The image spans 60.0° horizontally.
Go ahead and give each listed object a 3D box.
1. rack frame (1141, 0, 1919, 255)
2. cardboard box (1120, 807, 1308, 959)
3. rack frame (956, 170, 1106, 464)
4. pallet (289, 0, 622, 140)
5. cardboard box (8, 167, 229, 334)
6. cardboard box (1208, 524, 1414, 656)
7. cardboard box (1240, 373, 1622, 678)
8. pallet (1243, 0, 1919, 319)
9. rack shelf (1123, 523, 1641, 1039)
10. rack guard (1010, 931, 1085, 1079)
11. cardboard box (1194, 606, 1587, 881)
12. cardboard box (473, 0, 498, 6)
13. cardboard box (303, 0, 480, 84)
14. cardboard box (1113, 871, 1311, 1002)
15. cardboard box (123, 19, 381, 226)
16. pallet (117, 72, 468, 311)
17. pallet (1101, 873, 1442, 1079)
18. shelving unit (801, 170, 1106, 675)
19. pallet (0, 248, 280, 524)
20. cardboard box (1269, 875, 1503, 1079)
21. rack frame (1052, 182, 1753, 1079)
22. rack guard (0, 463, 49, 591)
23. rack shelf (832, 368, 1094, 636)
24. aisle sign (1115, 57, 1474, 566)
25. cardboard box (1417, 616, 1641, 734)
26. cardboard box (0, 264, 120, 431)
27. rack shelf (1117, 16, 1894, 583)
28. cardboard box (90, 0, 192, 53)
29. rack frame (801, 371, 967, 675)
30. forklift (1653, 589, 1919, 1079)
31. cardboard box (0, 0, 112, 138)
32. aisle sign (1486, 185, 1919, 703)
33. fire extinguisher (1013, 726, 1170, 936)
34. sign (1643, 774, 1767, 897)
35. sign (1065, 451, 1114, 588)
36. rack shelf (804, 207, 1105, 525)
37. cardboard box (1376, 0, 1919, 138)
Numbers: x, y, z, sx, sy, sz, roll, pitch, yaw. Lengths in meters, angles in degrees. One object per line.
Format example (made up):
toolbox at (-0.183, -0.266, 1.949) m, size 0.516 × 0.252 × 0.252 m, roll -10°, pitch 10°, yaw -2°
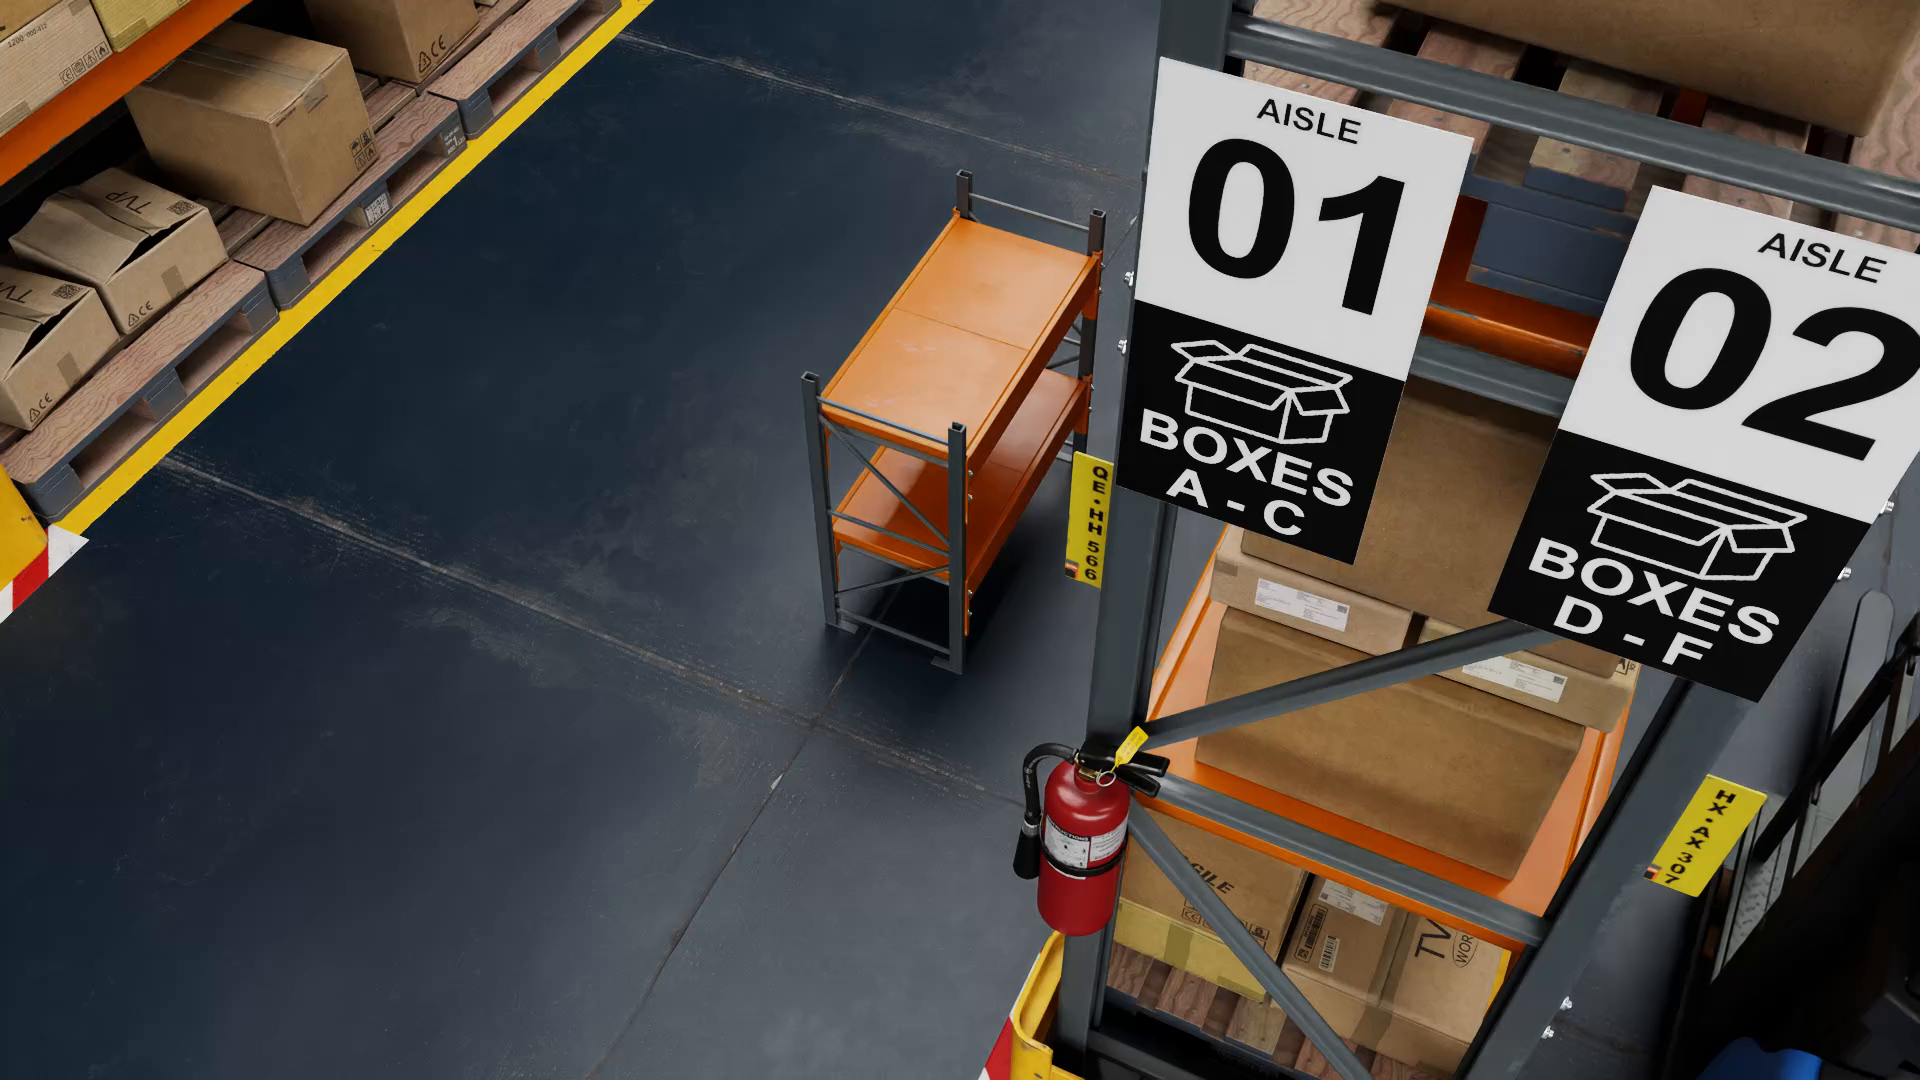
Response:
rack frame at (0.721, -1.332, 0.975) m, size 1.000 × 3.000 × 0.127 m, roll 20°, pitch 52°, yaw 16°
cardboard box at (0.681, 0.658, 4.258) m, size 0.500 × 0.500 × 0.500 m, roll 20°, pitch 52°, yaw 16°
rack frame at (0.220, -0.719, 5.623) m, size 0.500 × 1.125 × 0.032 m, roll 20°, pitch 52°, yaw 16°
pallet at (-2.306, -2.374, 7.631) m, size 1.003 × 0.211 × 1.213 m, roll 20°, pitch 52°, yaw 16°
cardboard box at (-3.139, -1.108, 6.200) m, size 0.500 × 0.311 × 0.500 m, roll 24°, pitch 54°, yaw 19°
cardboard box at (0.712, 0.044, 3.251) m, size 0.380 × 0.149 × 0.250 m, roll 19°, pitch 52°, yaw 15°
cardboard box at (0.955, -0.195, 3.029) m, size 0.700 × 0.500 × 0.500 m, roll 20°, pitch 52°, yaw 16°
pallet at (1.046, -0.810, 2.558) m, size 1.003 × 0.211 × 1.213 m, roll 20°, pitch 52°, yaw 16°
rack shelf at (1.575, -0.532, 4.706) m, size 1.077 × 0.370 × 4.000 m, roll 20°, pitch 52°, yaw 16°
rack guard at (0.711, 1.439, 4.198) m, size 1.175 × 0.500 × 0.348 m, roll 20°, pitch 52°, yaw 16°
cardboard box at (0.932, 0.262, 3.492) m, size 0.700 × 0.500 × 0.500 m, roll 20°, pitch 52°, yaw 16°
cardboard box at (-2.252, -2.598, 7.562) m, size 0.380 × 0.166 × 0.250 m, roll 14°, pitch 51°, yaw 11°
cardboard box at (-2.458, -2.356, 7.138) m, size 0.500 × 0.500 × 0.500 m, roll 16°, pitch 52°, yaw 13°
cardboard box at (0.683, 0.902, 4.543) m, size 0.500 × 0.250 × 0.500 m, roll 20°, pitch 52°, yaw 16°
cardboard box at (-2.780, -1.658, 6.544) m, size 0.700 × 0.500 × 0.500 m, roll 17°, pitch 52°, yaw 14°
pallet at (-2.826, -1.531, 6.914) m, size 1.003 × 0.211 × 1.213 m, roll 20°, pitch 52°, yaw 16°
pallet at (1.010, 0.975, 4.781) m, size 1.003 × 0.211 × 1.213 m, roll 20°, pitch 52°, yaw 16°
shelving unit at (0.003, -0.369, 5.326) m, size 0.538 × 1.125 × 1.048 m, roll 20°, pitch 52°, yaw 16°
pallet at (-3.348, -0.694, 6.202) m, size 1.003 × 0.211 × 1.213 m, roll 20°, pitch 52°, yaw 16°
cardboard box at (1.151, 1.070, 4.400) m, size 0.500 × 0.250 × 0.500 m, roll 20°, pitch 52°, yaw 16°
rack frame at (0.721, 0.612, 3.260) m, size 1.000 × 3.000 × 0.127 m, roll 20°, pitch 52°, yaw 16°
rack guard at (-3.727, -0.239, 5.626) m, size 1.175 × 0.500 × 0.348 m, roll 20°, pitch 52°, yaw 16°
rack shelf at (0.003, -0.211, 5.512) m, size 0.538 × 0.278 × 1.000 m, roll 20°, pitch 52°, yaw 16°
aisle sign at (0.427, -0.281, 2.312) m, size 0.394 × 0.787 × 0.004 m, roll 20°, pitch 52°, yaw 16°
cardboard box at (1.083, 0.169, 3.145) m, size 0.380 × 0.149 × 0.250 m, roll 19°, pitch 52°, yaw 16°
cardboard box at (-3.383, -0.716, 5.866) m, size 0.500 × 0.311 × 0.500 m, roll 14°, pitch 51°, yaw 12°
rack shelf at (1.575, -1.504, 3.563) m, size 1.077 × 0.370 × 4.000 m, roll 20°, pitch 52°, yaw 16°
cardboard box at (-2.832, -1.899, 5.482) m, size 0.500 × 0.250 × 0.500 m, roll 19°, pitch 52°, yaw 16°
rack frame at (-0.214, -0.019, 5.028) m, size 0.500 × 1.125 × 0.032 m, roll 20°, pitch 52°, yaw 16°
forklift at (2.508, 0.490, 3.408) m, size 1.130 × 2.935 × 3.031 m, roll 22°, pitch 53°, yaw 17°
cardboard box at (-3.055, -1.550, 5.185) m, size 0.500 × 0.250 × 0.500 m, roll 18°, pitch 52°, yaw 15°
aisle sign at (0.970, -0.086, 2.146) m, size 0.394 × 0.787 × 0.004 m, roll 20°, pitch 52°, yaw 16°
fire extinguisher at (0.250, 0.567, 3.349) m, size 0.296 × 0.674 × 0.183 m, roll 20°, pitch 52°, yaw 16°
sign at (1.220, 0.490, 2.743) m, size 0.100 × 0.325 × 0.005 m, roll 20°, pitch 52°, yaw 16°
sign at (0.236, -0.026, 2.887) m, size 0.100 × 0.325 × 0.005 m, roll 20°, pitch 52°, yaw 16°
rack shelf at (0.003, -0.559, 5.103) m, size 0.538 × 0.278 × 1.000 m, roll 20°, pitch 52°, yaw 16°
cardboard box at (0.970, -0.969, 2.200) m, size 0.797 × 0.503 × 0.637 m, roll 23°, pitch 53°, yaw 18°
